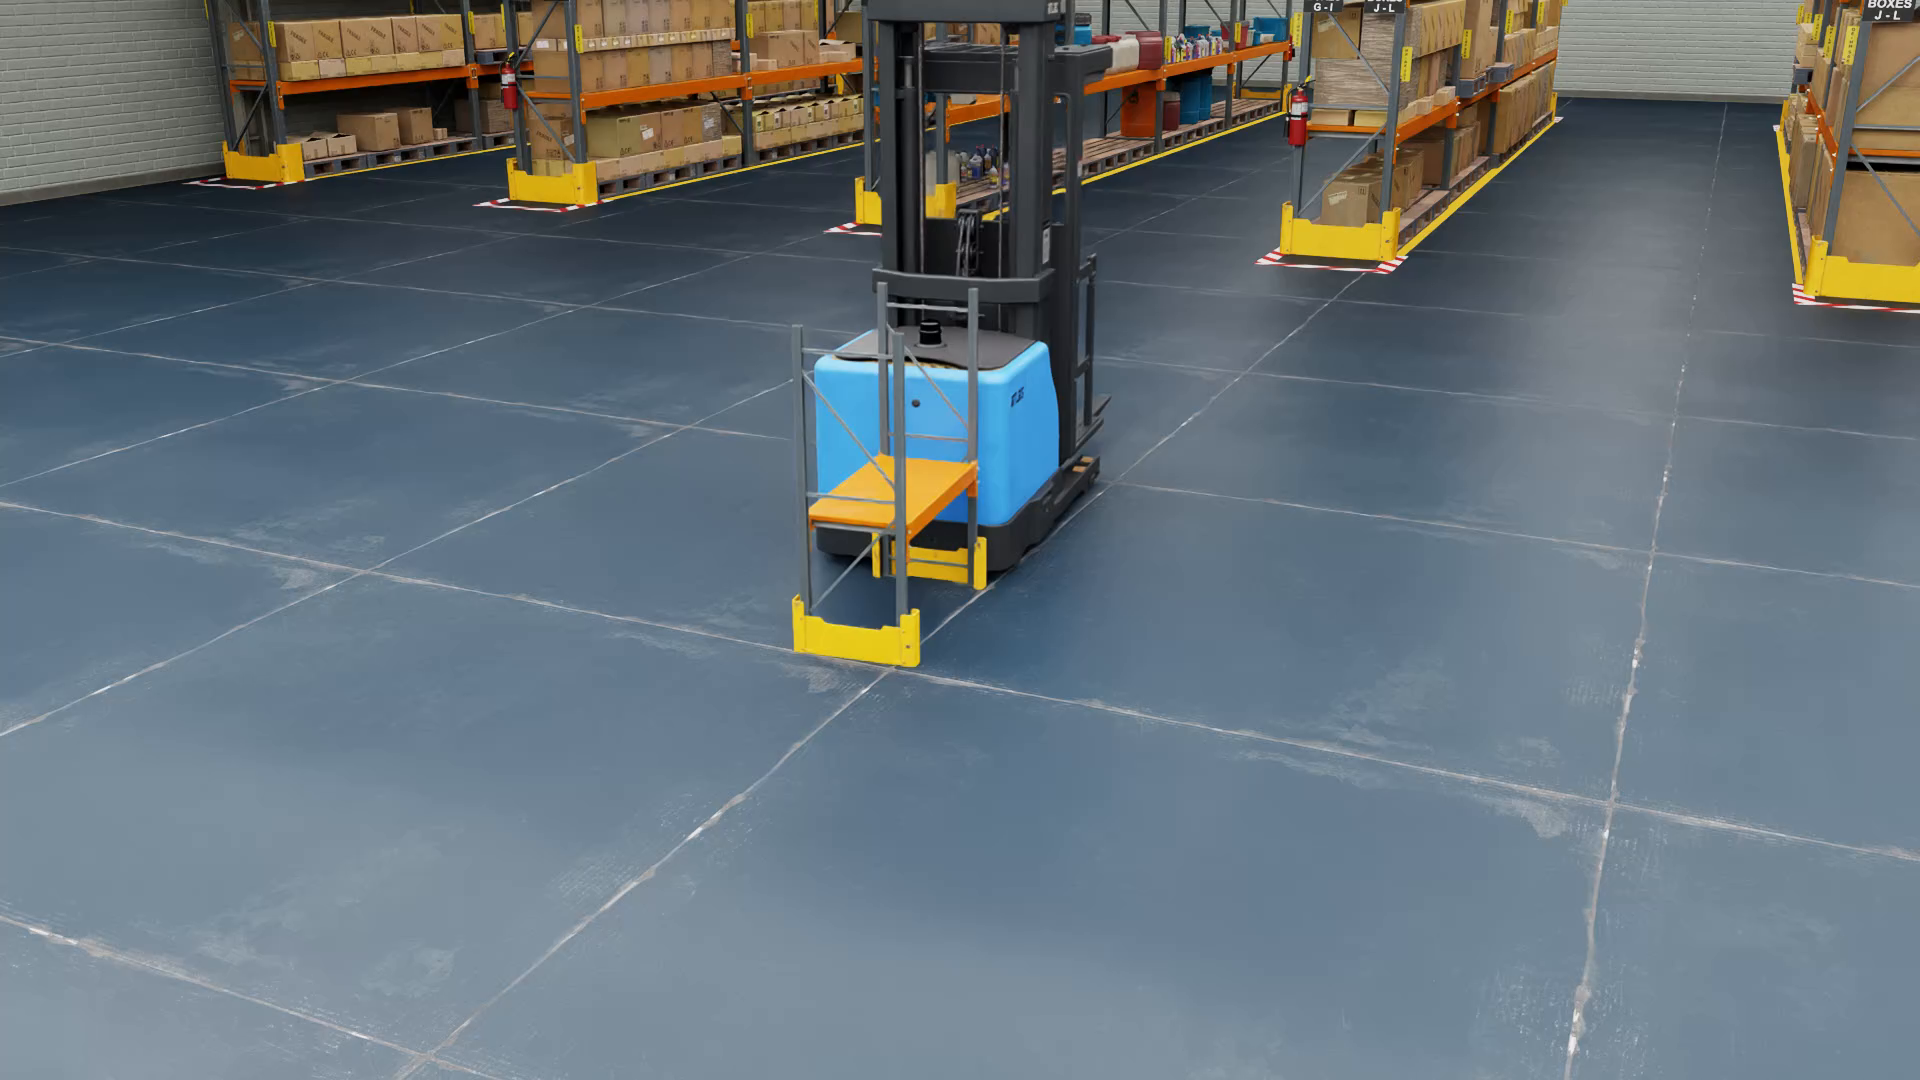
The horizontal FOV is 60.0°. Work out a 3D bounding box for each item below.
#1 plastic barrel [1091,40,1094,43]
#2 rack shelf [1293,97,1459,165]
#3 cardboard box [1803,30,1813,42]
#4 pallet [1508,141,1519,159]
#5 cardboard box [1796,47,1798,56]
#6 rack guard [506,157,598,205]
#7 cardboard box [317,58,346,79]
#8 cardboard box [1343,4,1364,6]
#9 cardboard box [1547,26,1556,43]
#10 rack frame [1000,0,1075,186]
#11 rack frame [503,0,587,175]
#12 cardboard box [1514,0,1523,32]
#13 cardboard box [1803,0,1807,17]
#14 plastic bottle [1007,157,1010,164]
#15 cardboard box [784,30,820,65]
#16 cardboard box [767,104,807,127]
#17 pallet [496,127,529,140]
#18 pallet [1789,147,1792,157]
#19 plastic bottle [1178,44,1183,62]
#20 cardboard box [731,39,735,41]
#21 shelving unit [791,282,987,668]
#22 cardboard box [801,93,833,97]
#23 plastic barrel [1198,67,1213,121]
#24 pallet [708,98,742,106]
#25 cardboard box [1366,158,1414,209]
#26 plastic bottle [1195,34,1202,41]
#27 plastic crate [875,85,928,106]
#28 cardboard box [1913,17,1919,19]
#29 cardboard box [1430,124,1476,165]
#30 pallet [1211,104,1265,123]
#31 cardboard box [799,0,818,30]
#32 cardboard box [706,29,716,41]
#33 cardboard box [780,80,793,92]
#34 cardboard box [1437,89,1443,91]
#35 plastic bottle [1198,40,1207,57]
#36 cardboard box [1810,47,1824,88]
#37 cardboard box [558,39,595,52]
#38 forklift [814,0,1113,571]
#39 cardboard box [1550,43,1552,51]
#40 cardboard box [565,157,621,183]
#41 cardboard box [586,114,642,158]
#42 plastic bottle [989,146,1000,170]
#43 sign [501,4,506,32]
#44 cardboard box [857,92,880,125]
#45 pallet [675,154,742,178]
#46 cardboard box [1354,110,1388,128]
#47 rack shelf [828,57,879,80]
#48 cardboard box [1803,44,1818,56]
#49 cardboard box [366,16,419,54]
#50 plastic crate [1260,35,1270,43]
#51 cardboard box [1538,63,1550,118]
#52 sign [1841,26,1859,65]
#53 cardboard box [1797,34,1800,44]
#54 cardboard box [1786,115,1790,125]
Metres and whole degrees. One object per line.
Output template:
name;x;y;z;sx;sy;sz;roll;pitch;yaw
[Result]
plastic barrel;1.613;-6.589;22.817;0.433;0.535;0.433;0;20;0
rack shelf;4.721;-4.633;18.592;1.077;0.370;4.000;9;21;23
cardboard box;11.656;-6.823;22.539;0.380;0.149;0.250;9;22;24
pallet;8.070;-6.094;25.790;1.003;0.211;1.213;9;21;23
cardboard box;12.504;-7.178;24.424;0.380;0.149;0.250;9;21;23
rack guard;-5.144;-4.536;20.976;1.175;0.500;0.348;9;21;23
cardboard box;-8.966;-6.604;23.257;0.500;0.250;0.500;8;21;21
cardboard box;4.101;-5.374;17.519;0.500;0.500;0.500;9;21;23
cardboard box;10.289;-8.981;29.526;0.500;0.250;0.500;8;21;22
rack frame;1.021;-6.263;22.102;1.000;3.000;0.127;9;21;23
rack frame;-5.134;-5.721;20.578;1.000;3.000;0.127;9;21;23
cardboard box;8.270;-8.144;25.745;0.797;0.503;0.637;9;21;23
cardboard box;14.077;-8.786;27.113;0.500;0.500;0.500;8;21;21
plastic bottle;0.642;-4.762;21.278;0.061;0.283;0.133;9;21;23
cardboard box;-2.531;-7.698;25.989;0.500;0.500;0.500;7;21;20
cardboard box;-2.679;-6.513;25.445;0.500;0.311;0.500;8;21;21
pallet;-7.202;-6.921;28.114;1.003;0.211;1.213;9;21;23
pallet;12.982;-5.765;24.864;1.003;0.211;1.213;9;21;23
plastic bottle;3.512;-7.765;26.501;0.061;0.283;0.133;9;21;23
cardboard box;-4.621;-9.816;32.440;0.380;0.149;0.250;9;21;23
shelving unit;-0.311;-0.340;7.687;0.587;1.500;1.083;6;21;17
cardboard box;-2.341;-7.213;27.414;0.500;0.311;0.500;9;22;25
plastic barrel;4.059;-7.753;28.799;0.600;0.901;0.708;9;21;23
pallet;-4.989;-8.507;32.576;1.003;0.211;1.213;9;21;23
cardboard box;4.929;-4.110;19.152;0.500;0.500;0.500;7;21;18
plastic bottle;4.012;-8.322;27.967;0.144;0.351;0.185;9;21;23
plastic crate;-0.685;-5.164;19.234;0.499;0.251;0.616;9;21;23
cardboard box;9.067;-4.670;15.787;0.875;0.550;0.550;9;21;23
cardboard box;6.706;-5.456;22.909;0.700;0.500;0.500;7;21;18
pallet;5.061;-7.999;31.145;1.003;0.211;1.213;9;21;23
cardboard box;-3.591;-11.050;35.117;0.980;0.700;0.700;8;21;22
cardboard box;-3.620;-7.028;23.136;0.380;0.149;0.250;8;21;21
cardboard box;-3.921;-9.612;34.623;0.700;0.500;0.500;9;22;24
cardboard box;5.452;-5.215;19.532;0.380;0.149;0.250;9;21;23
plastic bottle;4.019;-8.178;27.673;0.152;0.276;0.135;9;21;23
cardboard box;11.231;-6.041;21.330;0.500;0.500;0.500;9;21;23
cardboard box;-4.777;-6.164;20.707;0.380;0.149;0.250;8;21;22
forklift;0.199;-1.684;9.329;1.130;2.935;3.031;6;21;17
cardboard box;10.191;-8.667;29.236;0.380;0.149;0.250;8;21;21
cardboard box;-4.712;-4.756;21.343;0.500;0.250;0.500;9;21;23
cardboard box;-4.509;-5.263;21.648;0.500;0.500;0.500;9;21;23
plastic bottle;0.443;-5.012;21.883;0.144;0.351;0.185;9;21;23
sign;-5.624;-6.456;20.565;0.100;0.325;0.005;9;21;23
cardboard box;-1.411;-7.296;28.081;0.500;0.500;0.500;10;22;25
pallet;-3.860;-5.392;23.816;1.003;0.211;1.213;9;21;23
cardboard box;4.236;-4.296;16.948;0.380;0.149;0.250;9;21;23
rack shelf;-1.039;-8.439;29.294;1.077;0.370;4.000;9;21;23
cardboard box;11.448;-6.527;22.151;0.380;0.149;0.250;9;21;24
cardboard box;-8.344;-7.421;24.435;0.500;0.500;0.500;8;21;21
plastic crate;5.634;-9.474;31.436;0.396;0.136;0.243;9;21;23
cardboard box;9.892;-7.963;29.428;0.875;0.875;0.875;9;21;23
sign;7.896;-4.385;14.740;0.100;0.325;0.005;9;21;23
cardboard box;12.614;-7.400;24.604;0.380;0.149;0.250;8;21;22
cardboard box;14.098;-7.047;27.936;0.380;0.149;0.250;9;21;23
